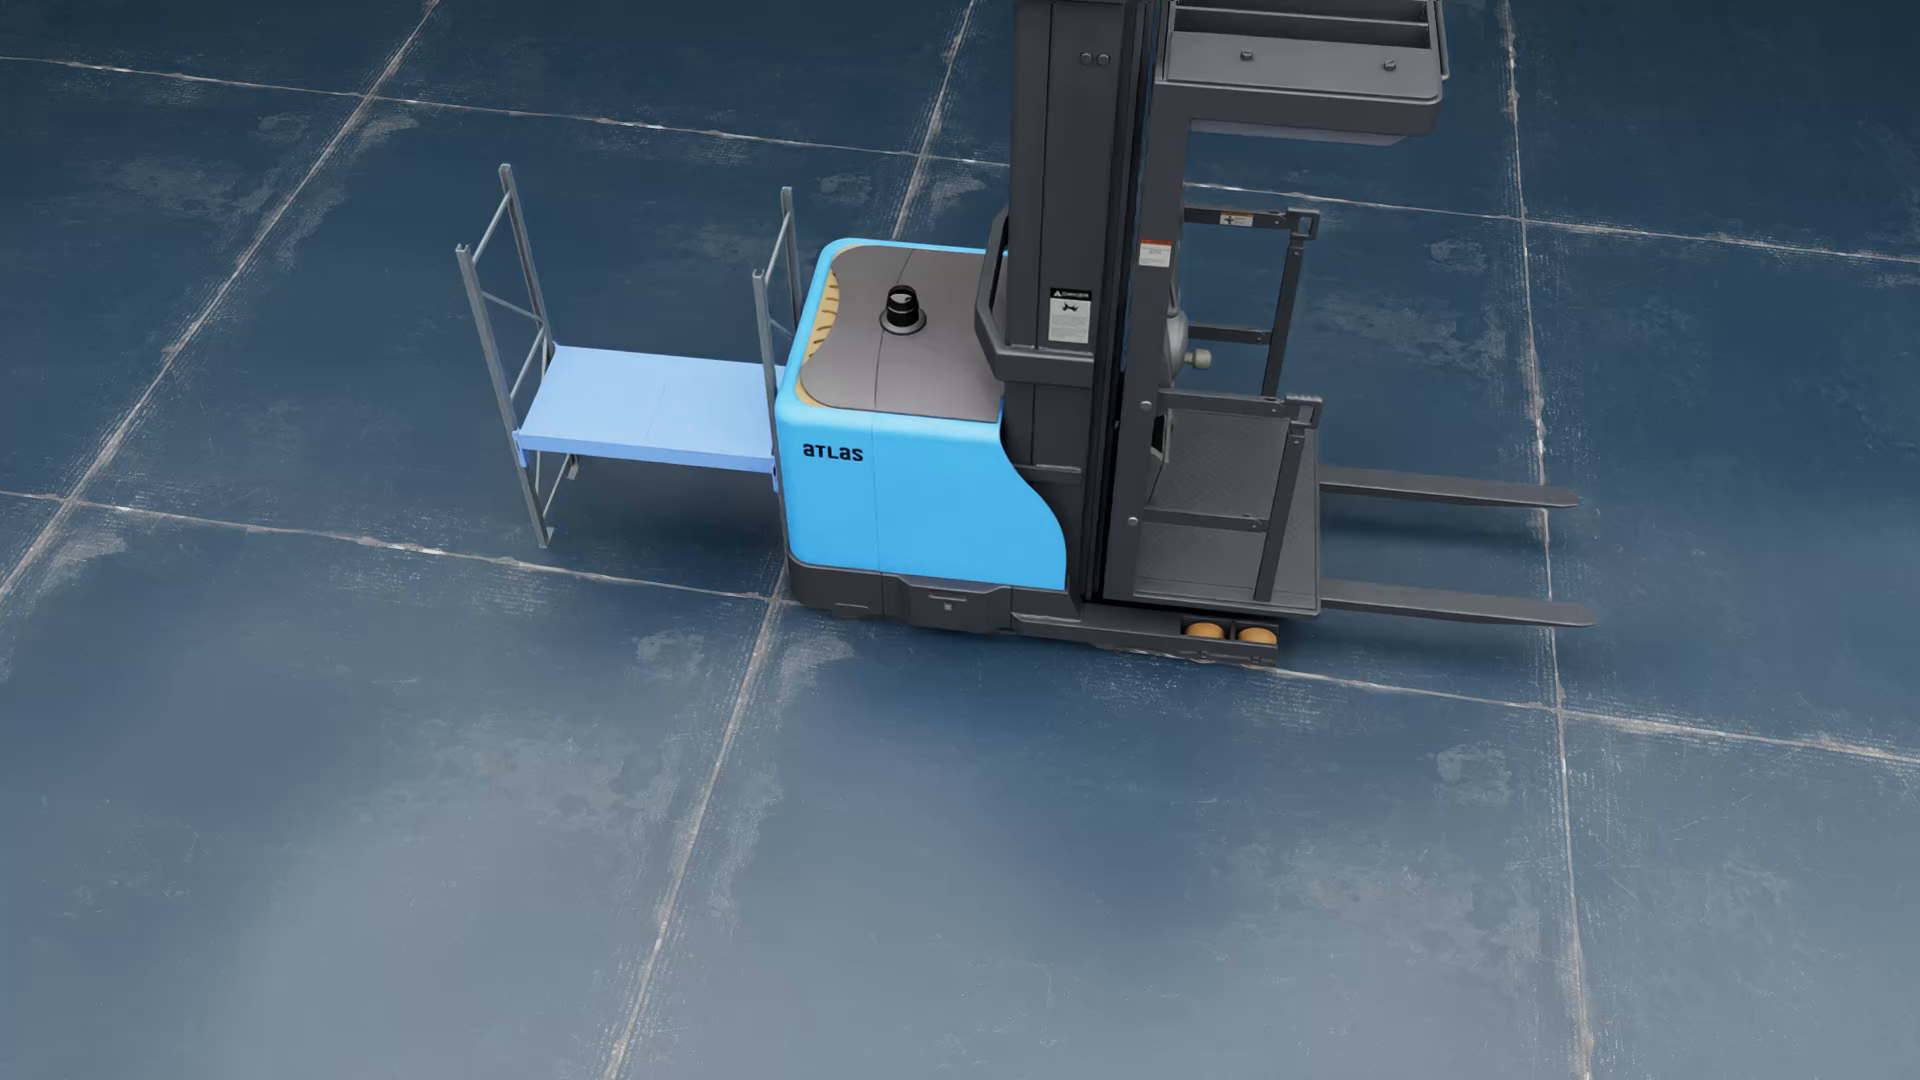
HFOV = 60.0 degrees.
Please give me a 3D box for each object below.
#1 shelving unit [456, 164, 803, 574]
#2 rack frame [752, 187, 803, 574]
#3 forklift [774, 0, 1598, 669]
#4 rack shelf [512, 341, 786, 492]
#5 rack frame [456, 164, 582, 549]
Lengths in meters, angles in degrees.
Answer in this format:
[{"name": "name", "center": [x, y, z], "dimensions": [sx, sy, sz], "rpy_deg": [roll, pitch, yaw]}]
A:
[{"name": "shelving unit", "center": [-1.141, -0.600, 6.253], "dimensions": [1.048, 1.500, 0.538], "rpy_deg": [6, 48, 5]}, {"name": "rack frame", "center": [-0.637, -0.550, 6.207], "dimensions": [0.032, 1.500, 0.500], "rpy_deg": [6, 48, 5]}, {"name": "forklift", "center": [0.902, -0.918, 5.576], "dimensions": [3.031, 2.935, 1.130], "rpy_deg": [6, 48, 5]}, {"name": "rack shelf", "center": [-1.141, -0.480, 6.387], "dimensions": [1.000, 0.185, 0.538], "rpy_deg": [6, 48, 5]}, {"name": "rack frame", "center": [-1.645, -0.651, 6.298], "dimensions": [0.032, 1.500, 0.500], "rpy_deg": [6, 48, 5]}]
